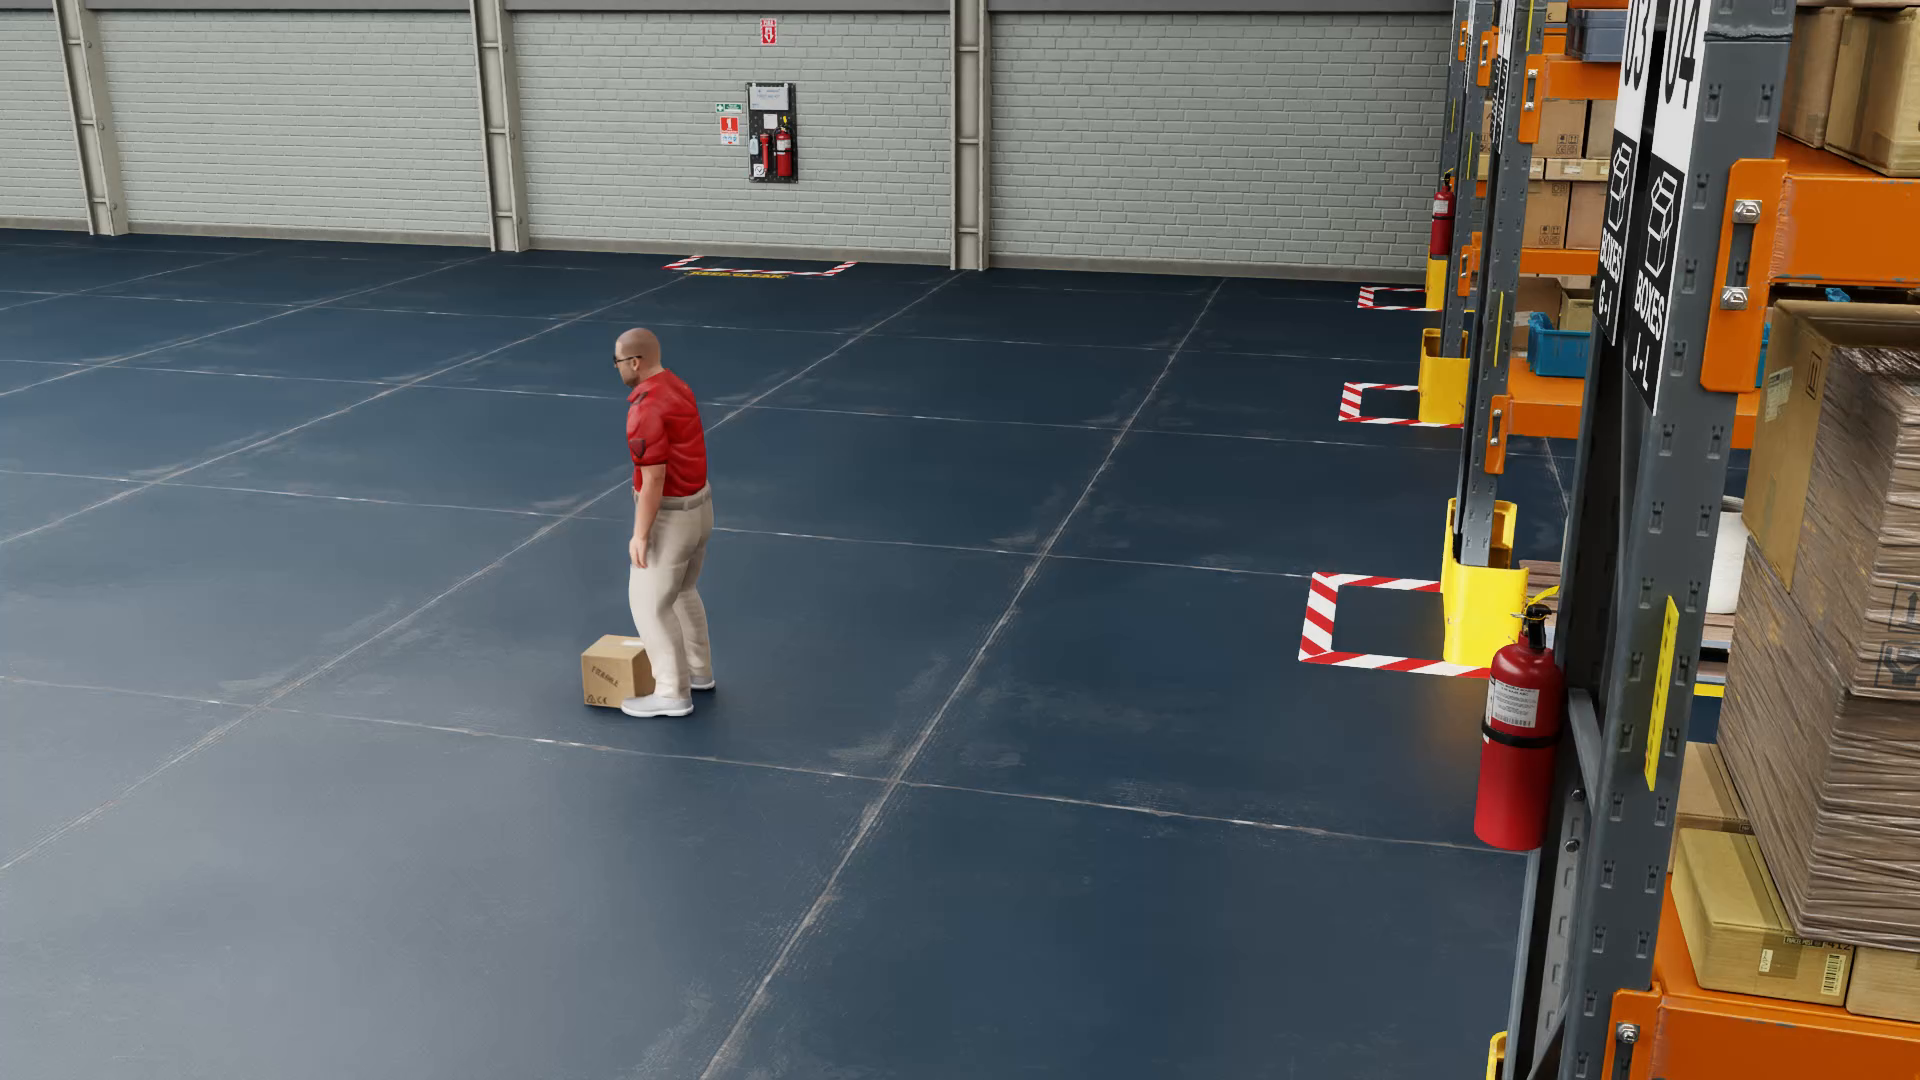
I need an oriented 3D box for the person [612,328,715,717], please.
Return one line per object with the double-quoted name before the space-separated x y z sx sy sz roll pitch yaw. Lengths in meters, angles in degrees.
"person" -1.307 -0.080 7.325 0.393 1.726 0.599 3 18 10
